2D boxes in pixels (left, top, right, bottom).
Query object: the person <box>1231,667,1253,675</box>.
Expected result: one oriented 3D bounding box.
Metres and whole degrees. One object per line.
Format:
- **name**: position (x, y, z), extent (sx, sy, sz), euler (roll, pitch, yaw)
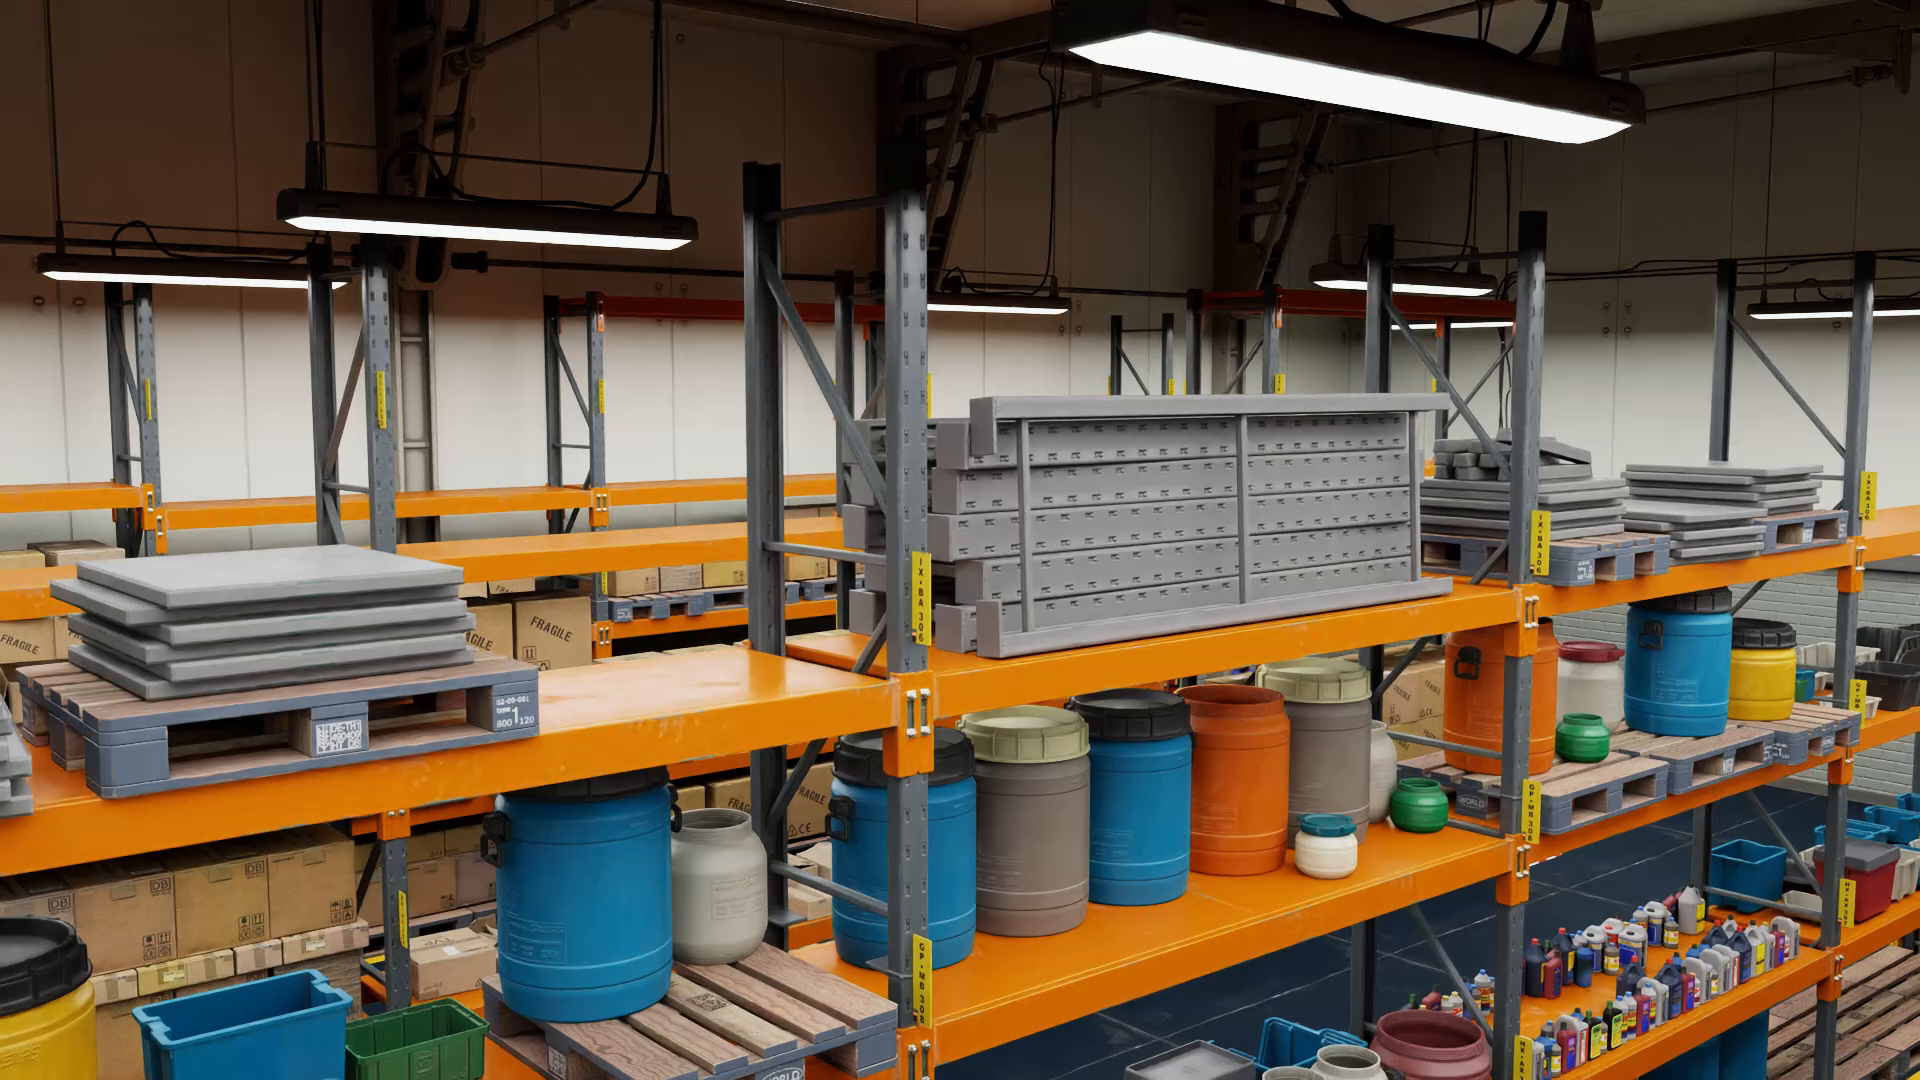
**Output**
- **person**: position (3.729, 2.251, 21.802), extent (0.449, 1.586, 1.058), euler (2, 6, 15)
